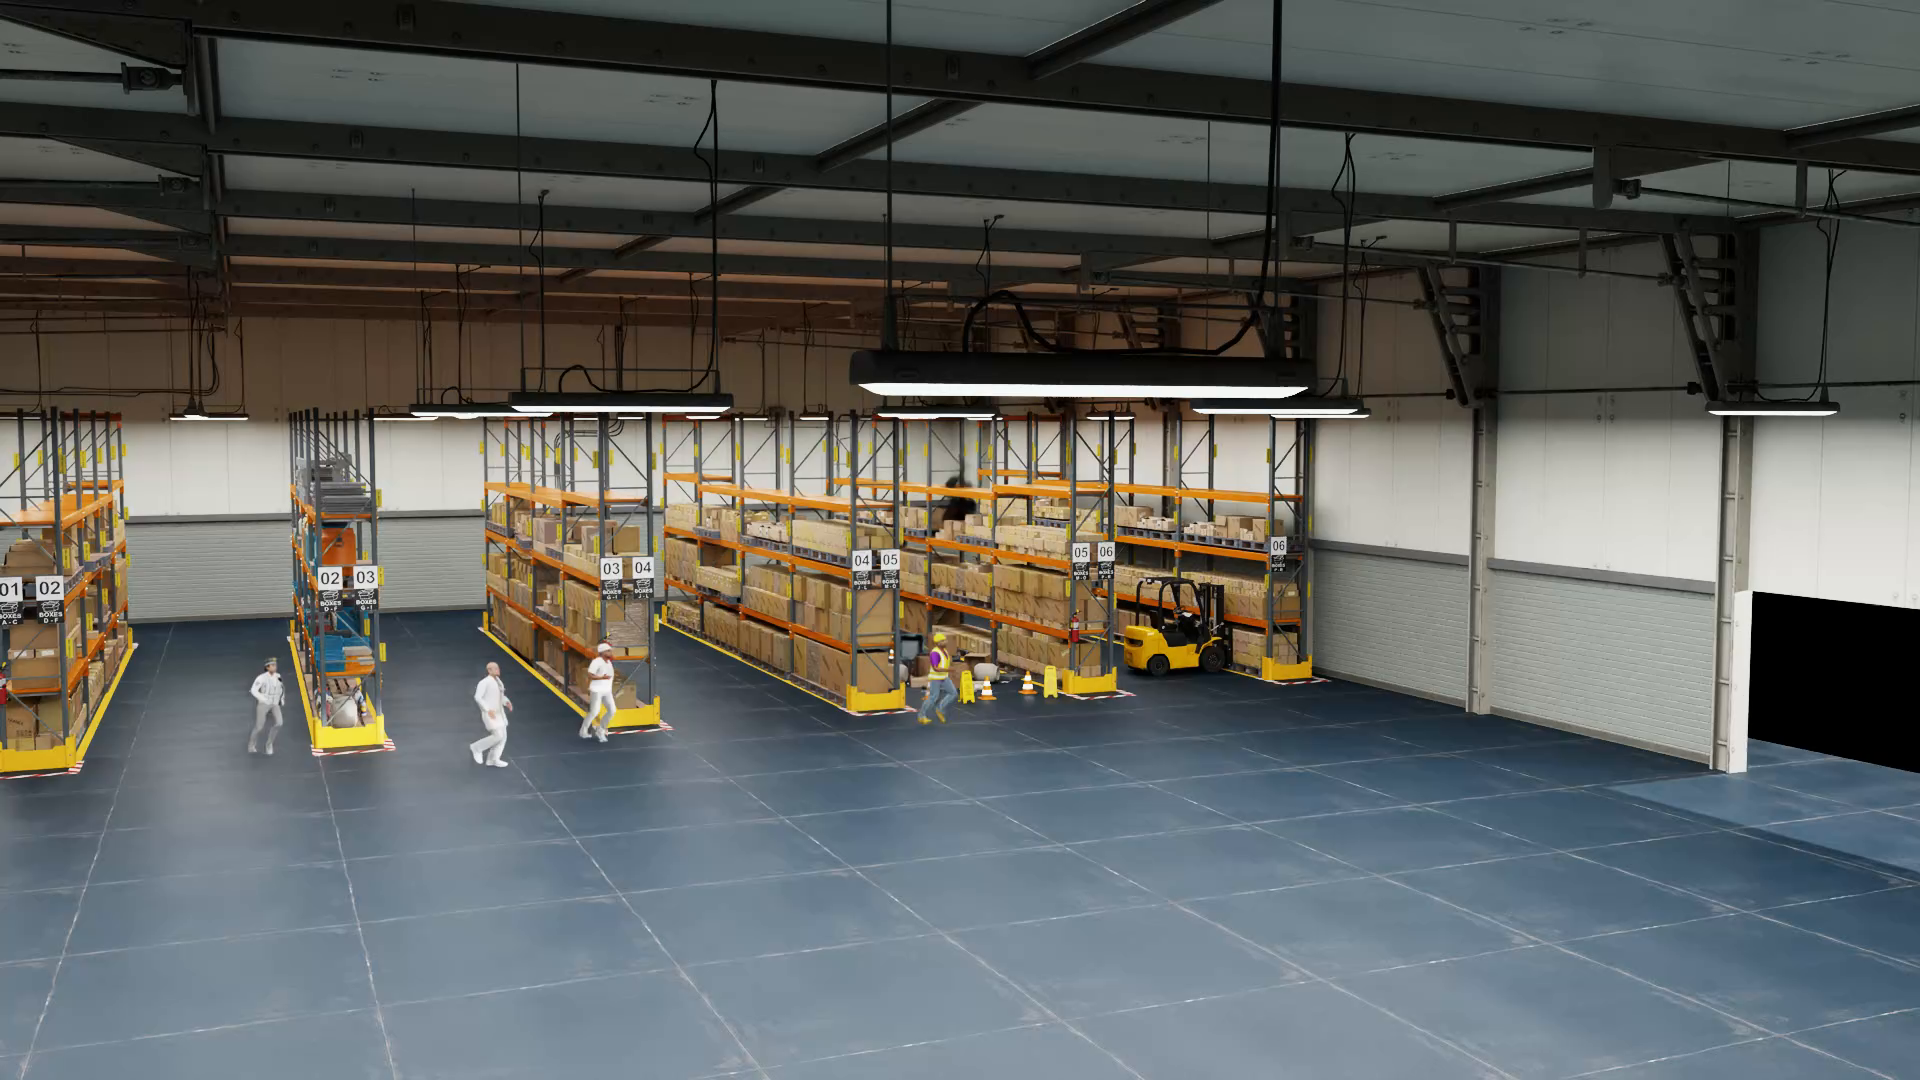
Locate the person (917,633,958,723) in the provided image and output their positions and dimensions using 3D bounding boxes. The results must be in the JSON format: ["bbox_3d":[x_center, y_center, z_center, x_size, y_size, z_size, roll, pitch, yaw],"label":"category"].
[{"bbox_3d":[-0.379,2.626,31.553,0.844,1.731,0.715,2,4,26],"label":"person"}]

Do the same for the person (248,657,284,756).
[{"bbox_3d":[-11.984,2.879,28.875,0.645,1.685,0.675,3,5,39],"label":"person"}]

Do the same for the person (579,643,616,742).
[{"bbox_3d":[-6.469,2.760,30.087,0.695,1.777,0.704,2,5,30],"label":"person"}]

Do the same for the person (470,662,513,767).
[{"bbox_3d":[-7.844,2.909,27.796,0.634,1.750,0.731,1,4,10],"label":"person"}]
